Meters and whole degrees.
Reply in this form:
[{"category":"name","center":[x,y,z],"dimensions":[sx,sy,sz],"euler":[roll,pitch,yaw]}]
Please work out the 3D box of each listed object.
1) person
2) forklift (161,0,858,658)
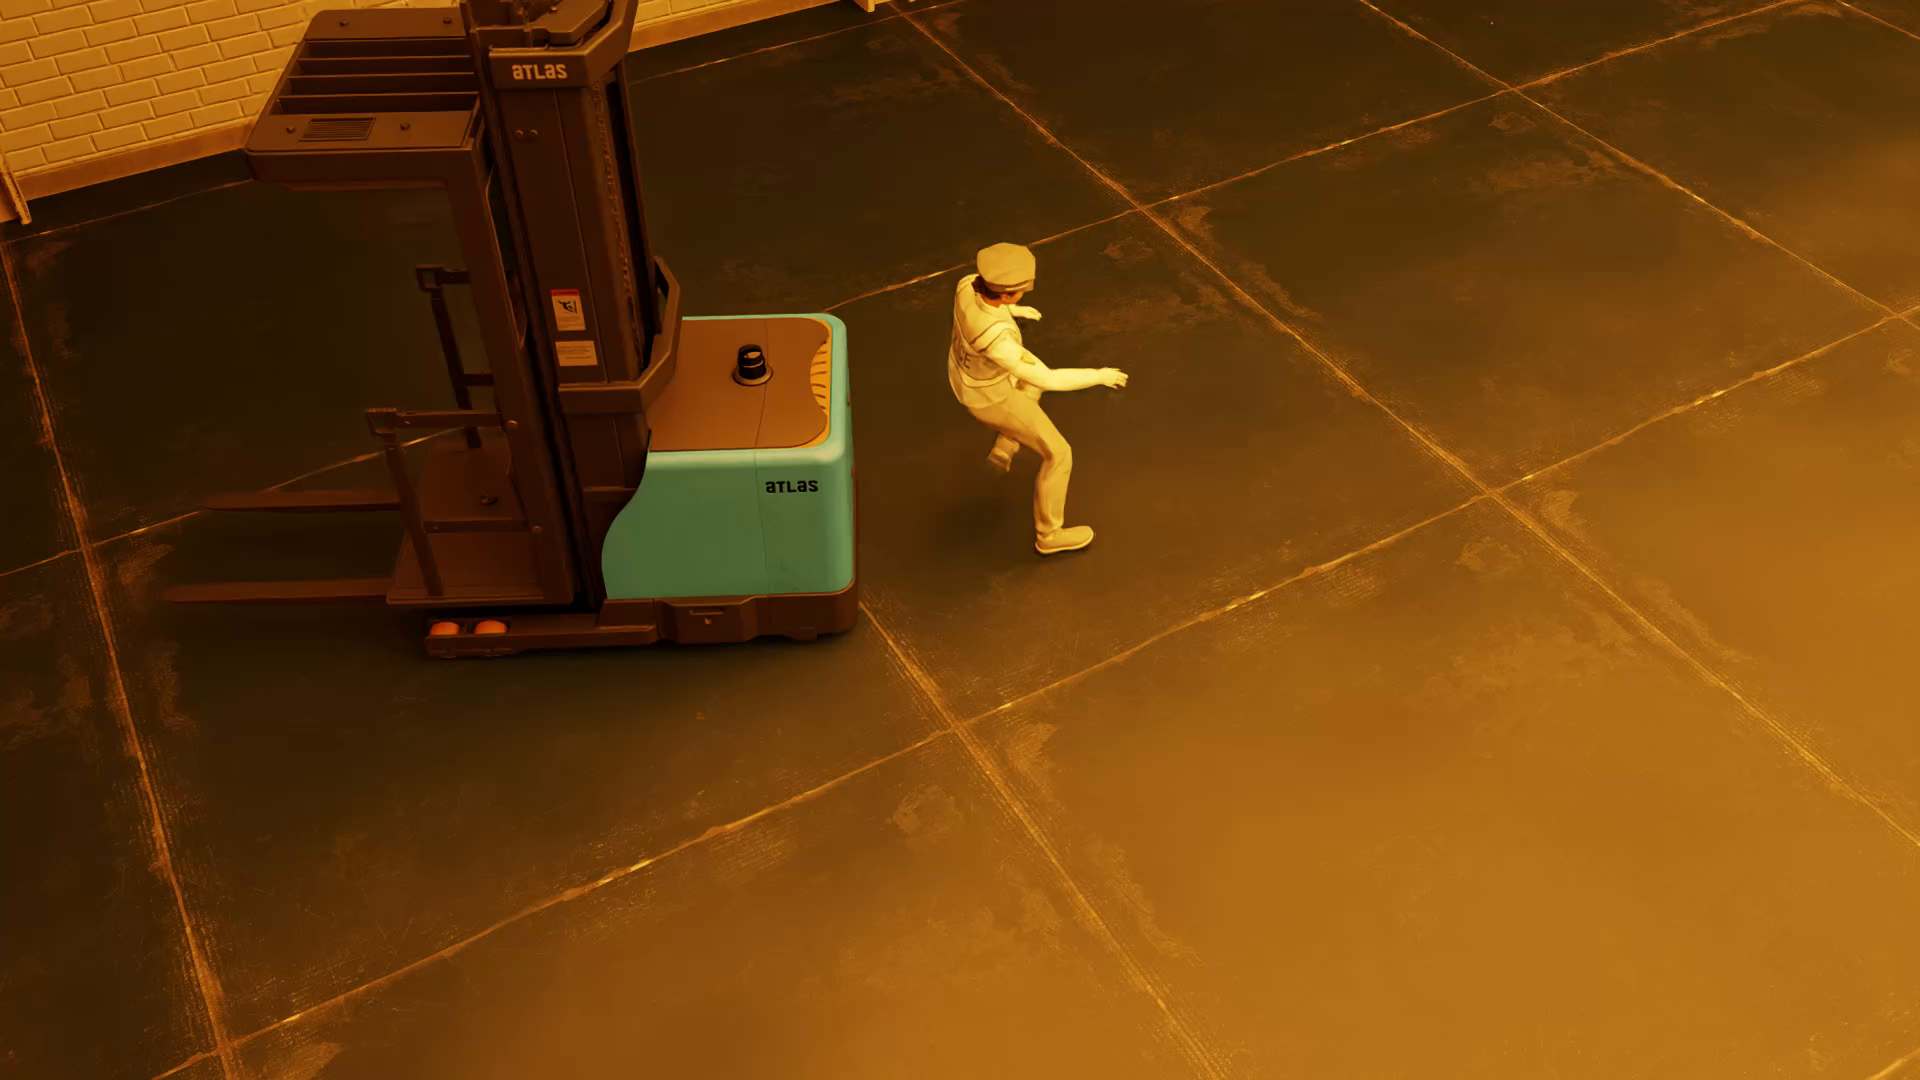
[{"category":"person","center":[0.339,-0.724,7.544],"dimensions":[0.716,1.471,0.784],"euler":[-12,44,-13]},{"category":"forklift","center":[-1.985,-0.926,6.696],"dimensions":[3.031,2.935,1.130],"euler":[-2,43,-2]}]
